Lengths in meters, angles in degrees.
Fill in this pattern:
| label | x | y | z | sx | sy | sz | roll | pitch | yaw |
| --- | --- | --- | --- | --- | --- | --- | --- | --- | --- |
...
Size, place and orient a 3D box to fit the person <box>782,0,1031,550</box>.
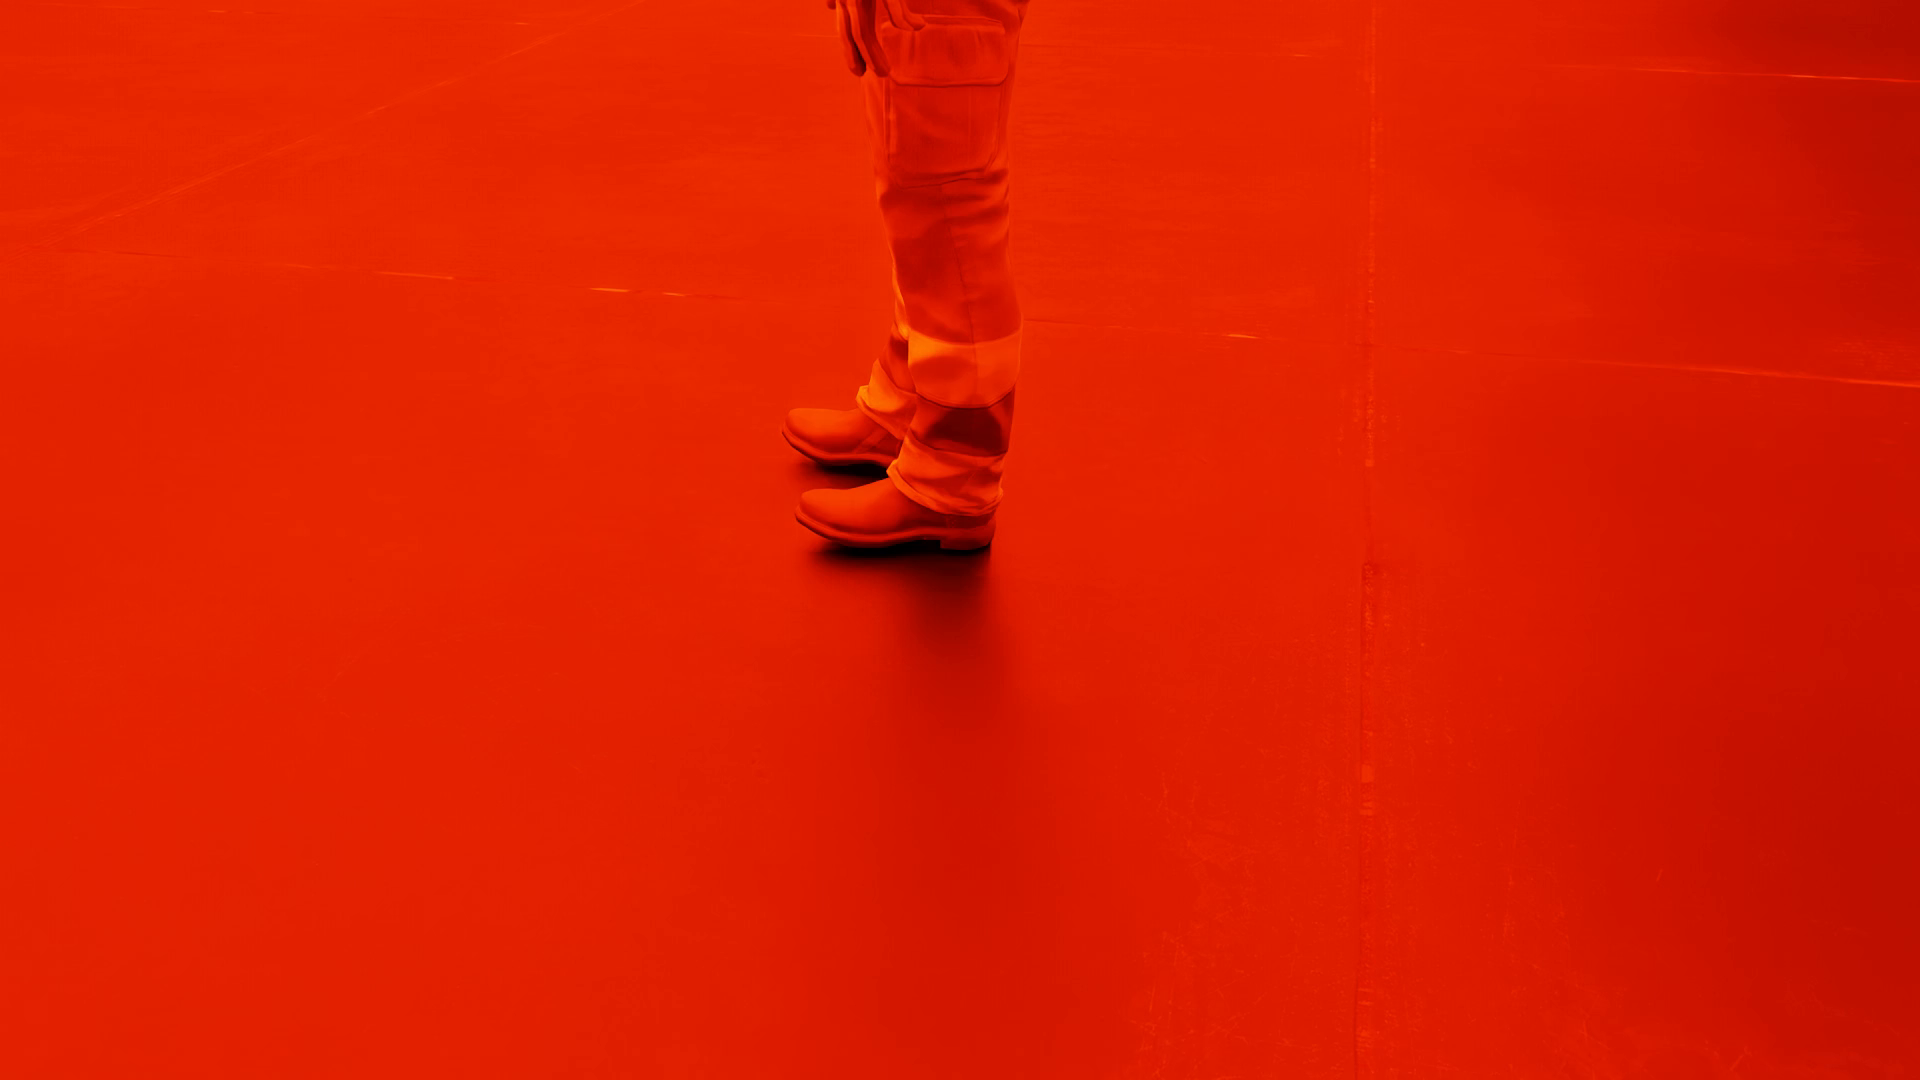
| label | x | y | z | sx | sy | sz | roll | pitch | yaw |
| --- | --- | --- | --- | --- | --- | --- | --- | --- | --- |
| person | -0.075 | -0.819 | 2.120 | 0.564 | 1.787 | 0.637 | 6 | 27 | 11 |
